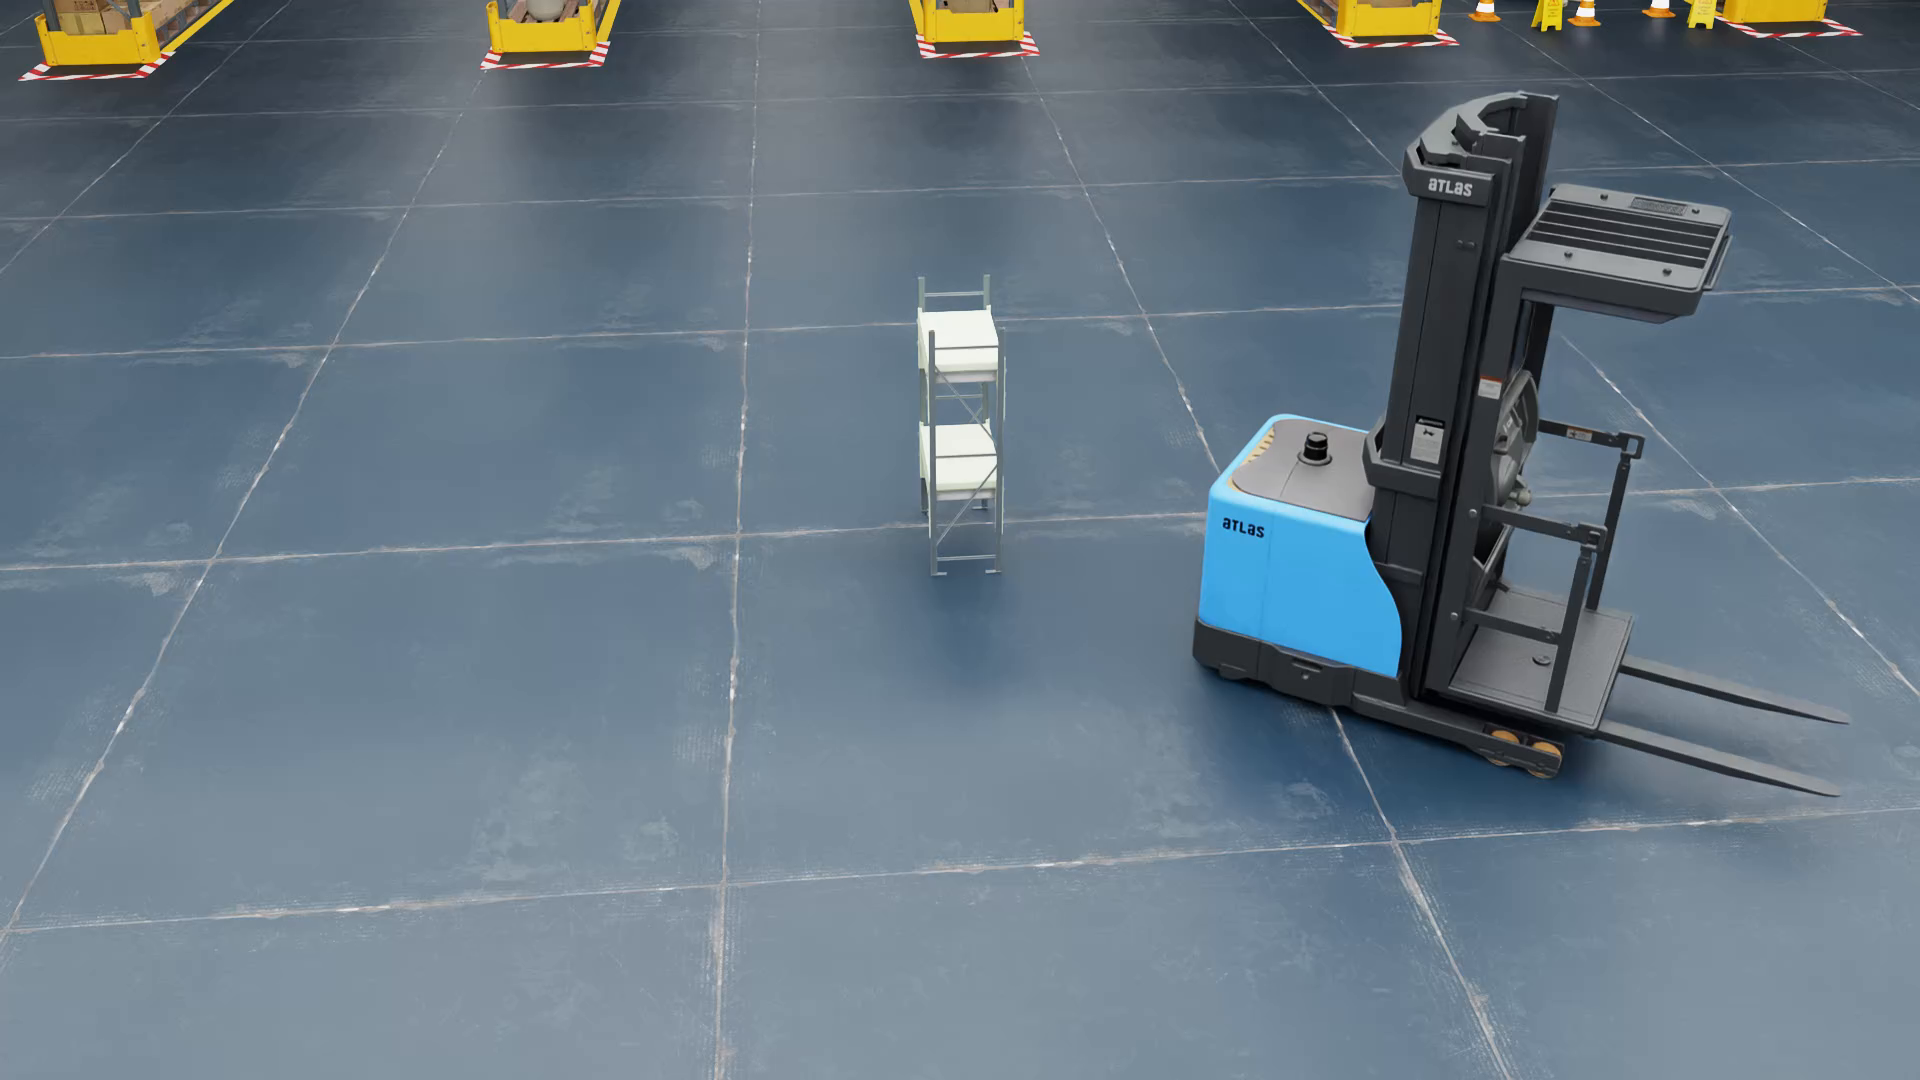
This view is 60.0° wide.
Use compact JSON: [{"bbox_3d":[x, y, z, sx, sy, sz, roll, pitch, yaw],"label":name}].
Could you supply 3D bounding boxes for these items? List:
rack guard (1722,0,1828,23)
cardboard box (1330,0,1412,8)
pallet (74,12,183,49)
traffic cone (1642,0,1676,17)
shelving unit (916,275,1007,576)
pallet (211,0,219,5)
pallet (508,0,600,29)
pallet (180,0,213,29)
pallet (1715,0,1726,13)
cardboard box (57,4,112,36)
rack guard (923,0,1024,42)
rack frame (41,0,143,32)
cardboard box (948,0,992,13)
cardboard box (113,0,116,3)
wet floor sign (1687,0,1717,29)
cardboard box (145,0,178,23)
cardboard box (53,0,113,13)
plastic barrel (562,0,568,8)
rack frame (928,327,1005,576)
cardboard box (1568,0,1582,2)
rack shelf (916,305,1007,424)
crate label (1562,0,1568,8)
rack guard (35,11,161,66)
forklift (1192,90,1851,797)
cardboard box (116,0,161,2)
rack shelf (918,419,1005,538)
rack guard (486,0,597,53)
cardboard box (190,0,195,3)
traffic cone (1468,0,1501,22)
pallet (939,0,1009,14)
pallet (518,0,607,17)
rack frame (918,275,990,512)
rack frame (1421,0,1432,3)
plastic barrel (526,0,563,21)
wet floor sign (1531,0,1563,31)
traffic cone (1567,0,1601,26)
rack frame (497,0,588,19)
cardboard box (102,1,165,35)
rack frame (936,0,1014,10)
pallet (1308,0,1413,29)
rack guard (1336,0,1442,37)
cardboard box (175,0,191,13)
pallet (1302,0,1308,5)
[{"bbox_3d":[10.025,-6.649,20.395,1.175,0.500,0.348,-3,31,-5],"label":"rack guard"},{"bbox_3d":[4.984,-7.006,20.217,0.875,0.875,0.875,-3,31,-4],"label":"cardboard box"},{"bbox_3d":[-9.812,-5.928,19.468,1.003,0.211,1.213,-3,31,-5],"label":"pallet"},{"bbox_3d":[8.707,-6.752,20.604,0.336,0.463,0.334,-3,31,-5],"label":"traffic cone"},{"bbox_3d":[0.001,-0.640,9.360,0.431,1.500,0.755,-3,31,-5],"label":"shelving unit"},{"bbox_3d":[-10.040,-7.173,21.554,1.003,0.211,1.213,-3,31,-5],"label":"pallet"},{"bbox_3d":[-4.891,-6.226,19.968,1.003,0.211,1.213,-3,31,-5],"label":"pallet"},{"bbox_3d":[-9.922,-6.549,20.508,1.003,0.211,1.213,-3,31,-5],"label":"pallet"},{"bbox_3d":[9.984,-6.942,21.166,1.003,0.211,1.213,-3,31,-5],"label":"pallet"},{"bbox_3d":[-10.043,-5.996,19.135,0.500,0.250,0.500,-3,31,-5],"label":"cardboard box"},{"bbox_3d":[0.158,-6.175,19.600,1.175,0.500,0.348,-3,31,-5],"label":"rack guard"},{"bbox_3d":[-9.698,-6.736,18.103,1.000,3.000,0.127,-3,31,-5],"label":"rack frame"},{"bbox_3d":[0.123,-6.636,19.962,0.500,0.500,0.500,3,31,5],"label":"cardboard box"},{"bbox_3d":[-10.101,-6.250,19.561,0.500,0.250,0.500,-3,31,-5],"label":"cardboard box"},{"bbox_3d":[8.984,-6.525,20.044,0.267,0.644,0.232,8,32,13],"label":"wet floor sign"},{"bbox_3d":[-9.577,-6.276,19.603,0.500,0.250,0.500,-3,31,-5],"label":"cardboard box"},{"bbox_3d":[-10.045,-6.318,18.942,0.500,0.500,0.500,-3,31,-5],"label":"cardboard box"},{"bbox_3d":[-4.951,-6.672,20.012,0.421,0.512,0.421,0,31,0],"label":"plastic barrel"},{"bbox_3d":[0.035,-0.454,9.047,0.400,1.500,0.023,-3,31,-5],"label":"rack frame"},{"bbox_3d":[7.898,-7.032,21.378,0.380,0.149,0.250,13,33,21],"label":"cardboard box"},{"bbox_3d":[0.001,-0.976,9.160,0.431,0.370,0.720,-3,31,-5],"label":"rack shelf"},{"bbox_3d":[7.499,-6.784,20.974,0.250,0.136,0.298,-20,36,-30],"label":"crate label"},{"bbox_3d":[-9.696,-5.651,18.723,1.175,0.500,0.348,-3,31,-5],"label":"rack guard"},{"bbox_3d":[2.748,-0.445,7.637,3.031,2.935,1.130,16,34,24],"label":"forklift"},{"bbox_3d":[-9.576,-6.598,19.411,0.500,0.500,0.500,-3,31,-5],"label":"cardboard box"},{"bbox_3d":[0.001,-0.361,9.527,0.431,0.370,0.720,-3,31,-5],"label":"rack shelf"},{"bbox_3d":[-4.820,-5.935,19.199,1.175,0.500,0.348,-3,31,-5],"label":"rack guard"},{"bbox_3d":[-9.665,-6.786,20.459,0.500,0.250,0.500,-3,31,-5],"label":"cardboard box"},{"bbox_3d":[6.477,-6.645,20.424,0.336,0.463,0.334,-3,31,-5],"label":"traffic cone"},{"bbox_3d":[0.117,-6.467,20.371,1.003,0.211,1.213,-3,31,-5],"label":"pallet"},{"bbox_3d":[-5.002,-6.848,21.008,1.003,0.211,1.213,-3,31,-5],"label":"pallet"},{"bbox_3d":[-0.034,-0.827,9.673,0.400,1.500,0.023,-3,31,-5],"label":"rack frame"},{"bbox_3d":[5.113,-7.395,19.205,1.000,3.000,0.127,-3,31,-5],"label":"rack frame"},{"bbox_3d":[-4.904,-6.416,19.583,0.421,0.512,0.421,0,31,0],"label":"plastic barrel"},{"bbox_3d":[7.087,-6.464,19.943,0.267,0.644,0.232,-8,32,-13],"label":"wet floor sign"},{"bbox_3d":[7.634,-6.526,20.224,0.336,0.463,0.334,-3,31,-5],"label":"traffic cone"},{"bbox_3d":[-4.766,-6.972,18.497,1.000,3.000,0.127,-3,31,-5],"label":"rack frame"},{"bbox_3d":[-9.527,-6.021,19.176,0.500,0.250,0.500,-3,31,-5],"label":"cardboard box"},{"bbox_3d":[0.165,-7.209,18.894,1.000,3.000,0.127,-3,31,-5],"label":"rack frame"},{"bbox_3d":[4.960,-6.602,20.598,1.003,0.211,1.213,-3,31,-5],"label":"pallet"},{"bbox_3d":[5.115,-6.310,19.826,1.175,0.500,0.348,-3,31,-5],"label":"rack guard"},{"bbox_3d":[-9.624,-6.531,20.031,0.500,0.250,0.500,-3,31,-5],"label":"cardboard box"},{"bbox_3d":[4.849,-7.224,21.638,1.003,0.211,1.213,-3,31,-5],"label":"pallet"}]
